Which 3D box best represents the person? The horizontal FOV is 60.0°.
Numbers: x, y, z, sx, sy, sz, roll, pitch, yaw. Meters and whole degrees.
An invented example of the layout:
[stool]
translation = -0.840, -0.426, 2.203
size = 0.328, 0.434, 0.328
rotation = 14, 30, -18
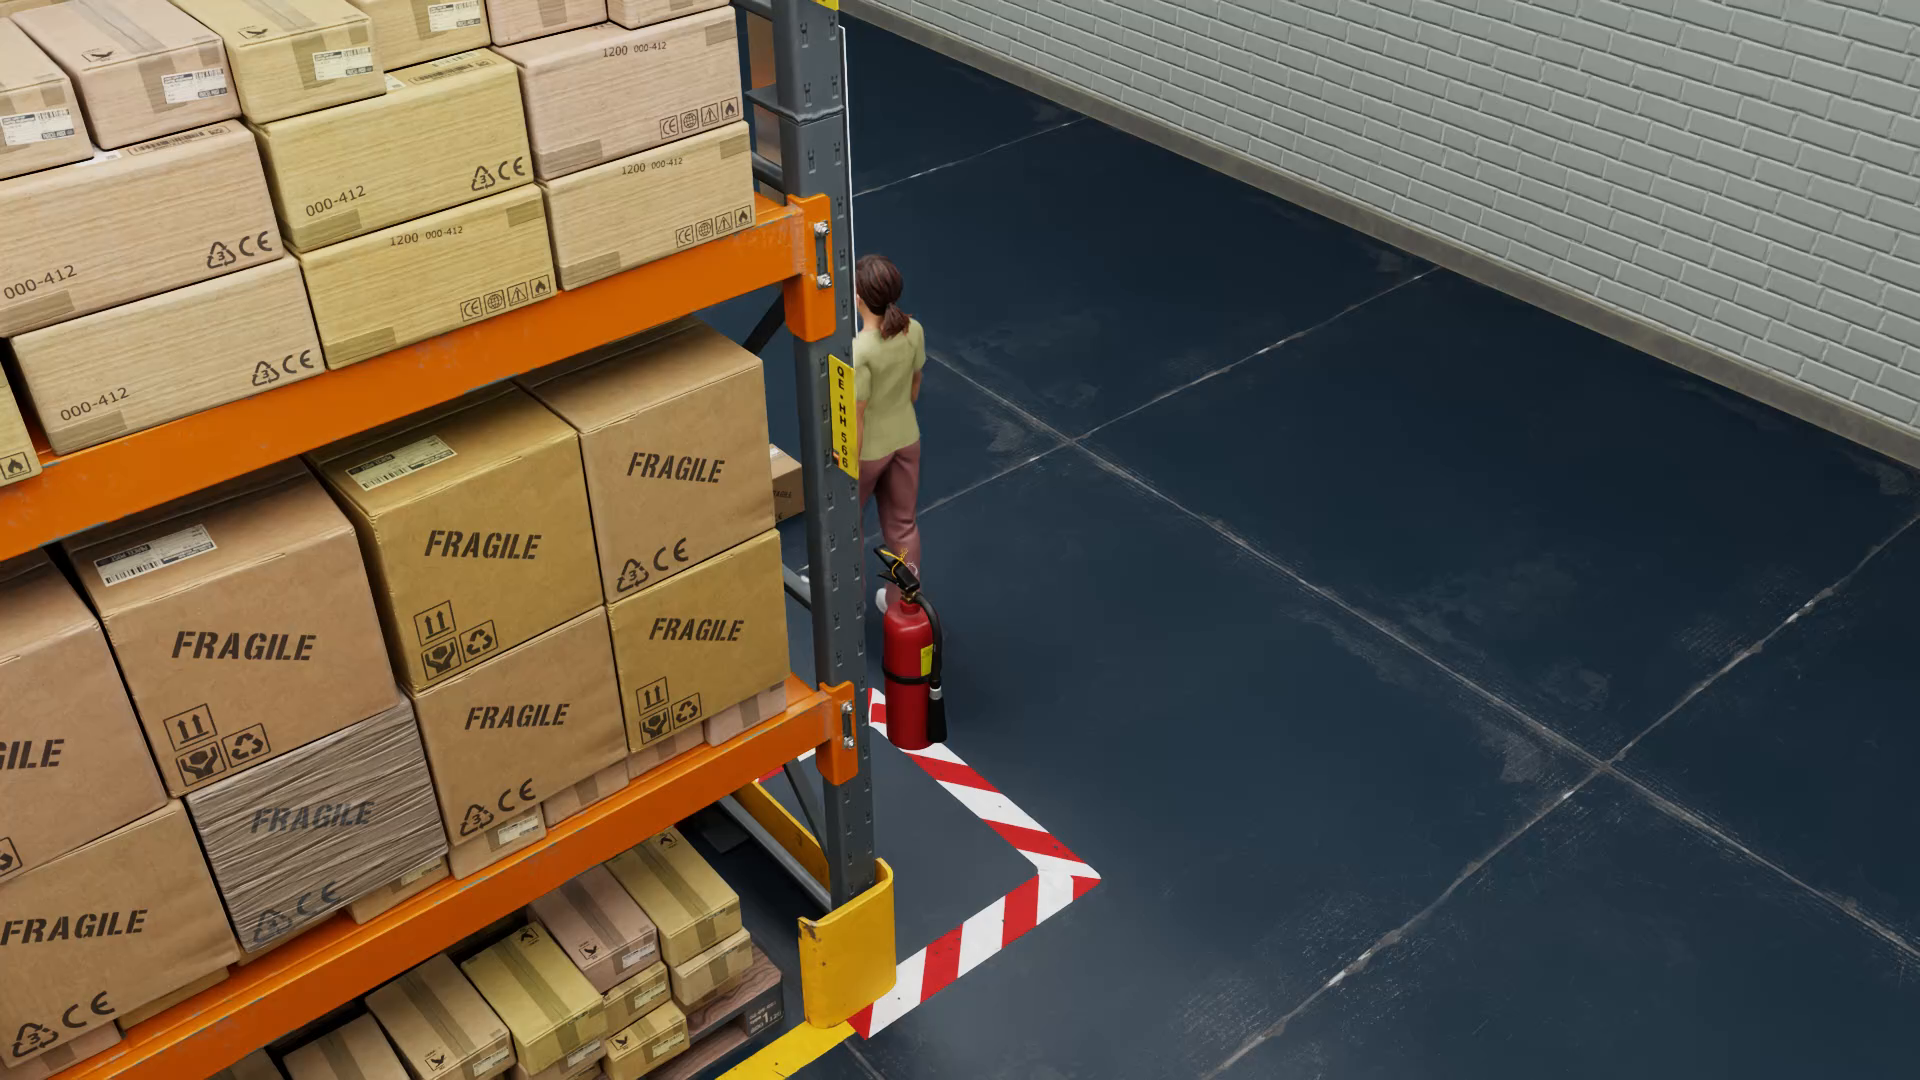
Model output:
[person]
translation = -0.377, -0.405, 6.697
size = 0.454, 1.681, 0.630
rotation = -25, 43, -30
